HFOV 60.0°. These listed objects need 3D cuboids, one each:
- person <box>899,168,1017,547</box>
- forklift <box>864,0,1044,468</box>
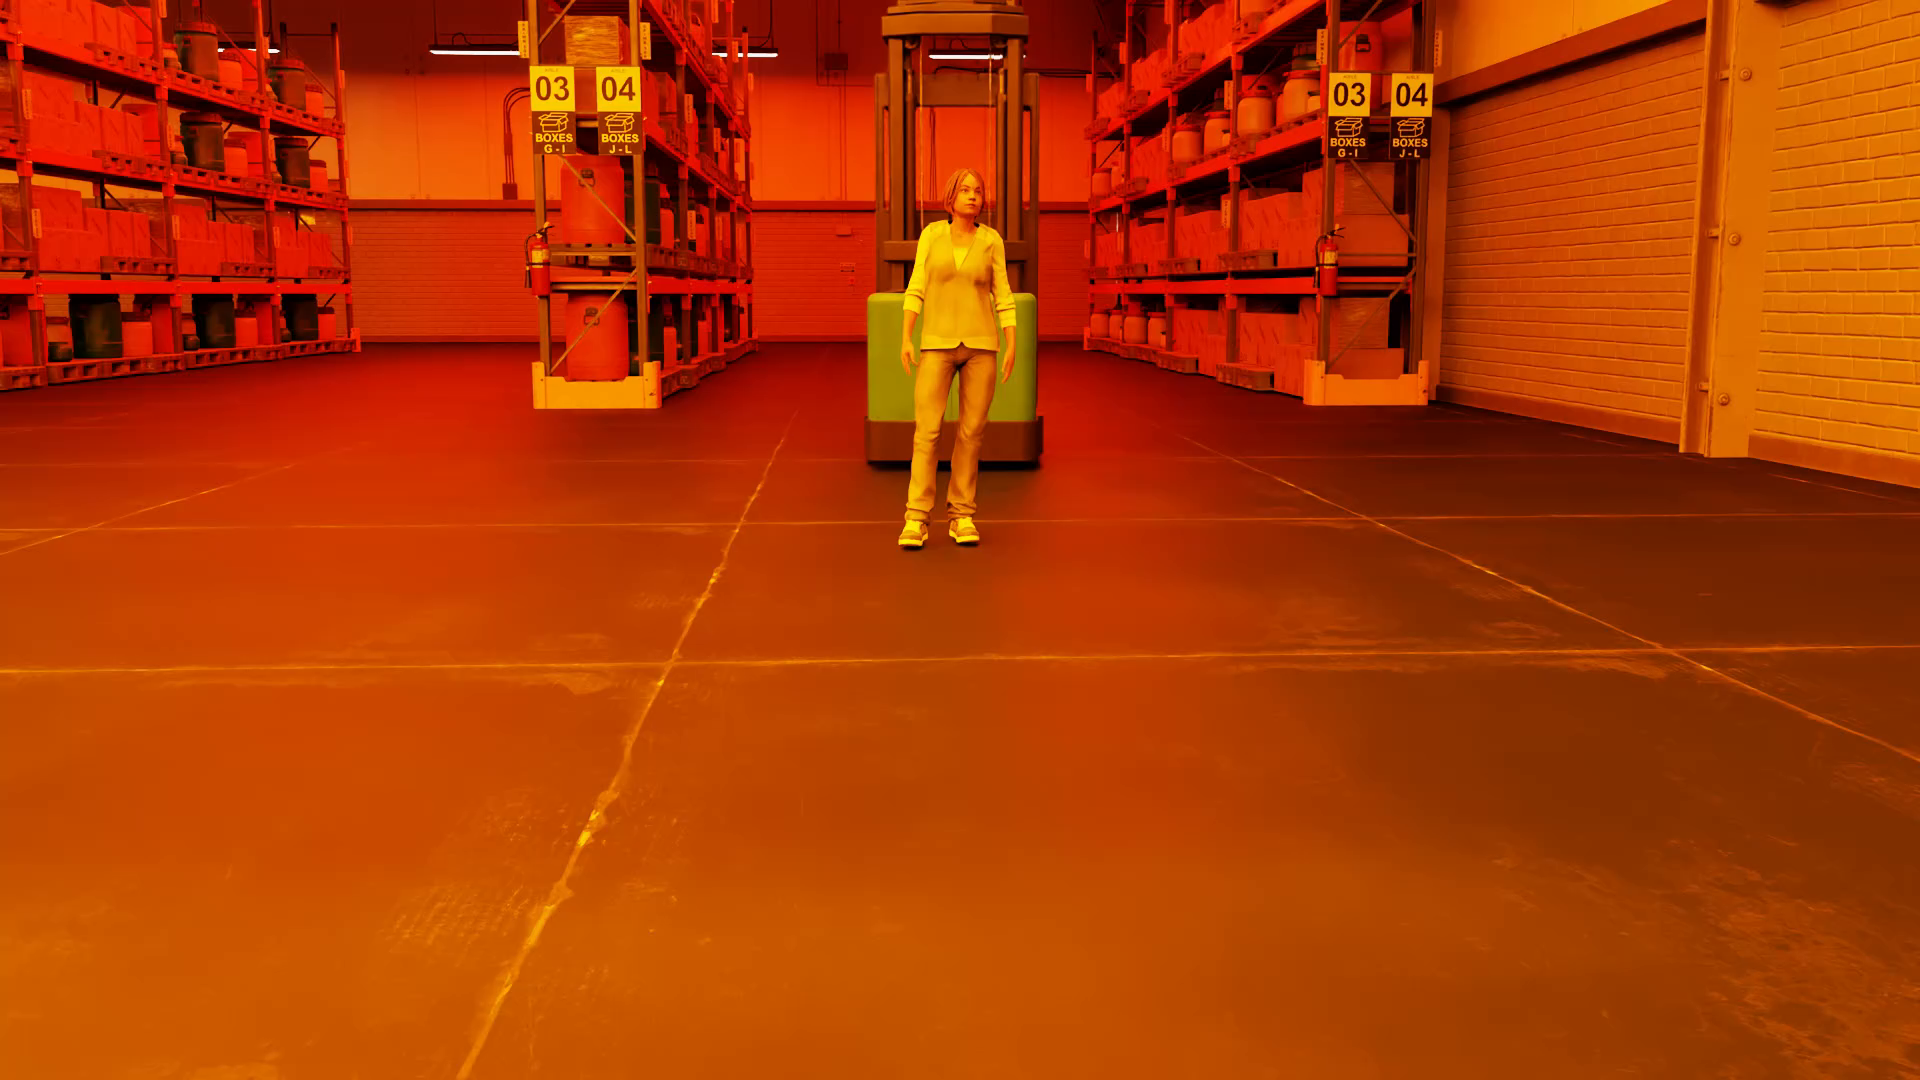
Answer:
[{"bbox_3d":[-0.010,-0.787,7.117,0.520,1.599,0.473,-1,8,-4],"label":"person"},{"bbox_3d":[-0.012,-2.076,11.314,1.130,2.935,3.031,0,8,1],"label":"forklift"}]
